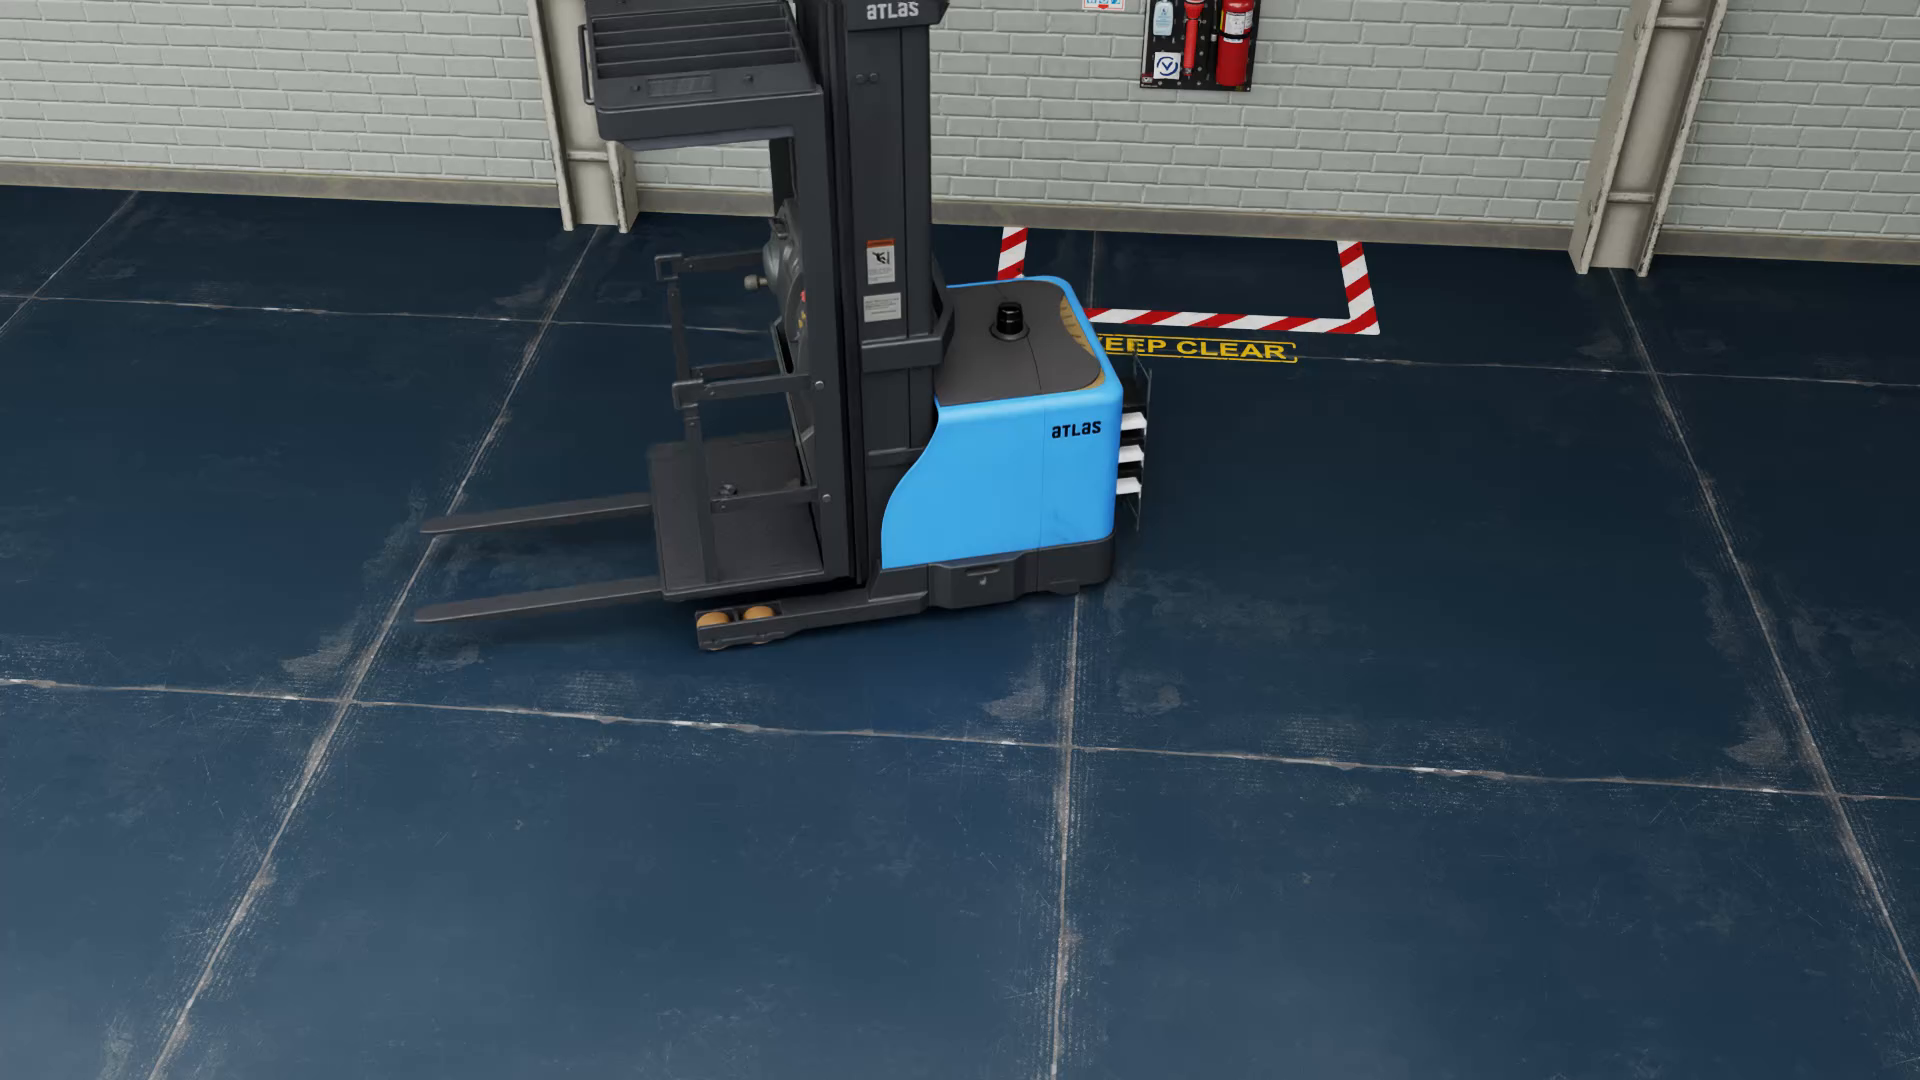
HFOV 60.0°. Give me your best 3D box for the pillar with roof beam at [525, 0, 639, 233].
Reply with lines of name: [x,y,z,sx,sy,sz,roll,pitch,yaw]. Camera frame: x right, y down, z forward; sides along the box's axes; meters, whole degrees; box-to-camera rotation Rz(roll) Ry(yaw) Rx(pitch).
pillar with roof beam: [-2.555,-2.742,3.990,0.400,9.000,9.100,3,39,4]

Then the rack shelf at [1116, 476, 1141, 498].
rack shelf: [0.708,-0.285,7.725,0.200,0.077,0.258,-8,40,-9]

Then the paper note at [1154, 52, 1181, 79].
paper note: [1.165,-2.666,9.346,0.142,0.148,0.016,3,39,4]

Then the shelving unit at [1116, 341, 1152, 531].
shelving unit: [0.708,-0.450,7.591,0.210,0.900,0.258,-8,40,-9]

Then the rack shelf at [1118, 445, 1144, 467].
rack shelf: [0.708,-0.425,7.612,0.200,0.077,0.258,-8,40,-9]

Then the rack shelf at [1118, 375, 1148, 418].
rack shelf: [0.708,-0.634,7.441,0.200,0.077,0.258,-8,40,-9]

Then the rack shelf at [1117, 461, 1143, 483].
rack shelf: [0.708,-0.355,7.668,0.200,0.077,0.258,-8,40,-9]

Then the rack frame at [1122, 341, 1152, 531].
rack frame: [0.808,-0.464,7.607,0.006,0.900,0.240,-8,40,-9]

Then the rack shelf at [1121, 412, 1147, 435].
rack shelf: [0.708,-0.564,7.498,0.200,0.077,0.258,-8,40,-9]

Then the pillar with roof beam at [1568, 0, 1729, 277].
pillar with roof beam: [3.422,-2.415,3.588,0.400,9.000,9.100,3,39,4]

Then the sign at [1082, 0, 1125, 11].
sign: [0.793,-3.063,9.109,0.234,0.329,0.001,3,39,4]

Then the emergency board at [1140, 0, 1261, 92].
emergency board: [1.335,-2.954,9.003,0.643,1.169,0.194,3,39,4]

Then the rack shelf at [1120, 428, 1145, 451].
rack shelf: [0.708,-0.494,7.555,0.200,0.077,0.258,-8,40,-9]

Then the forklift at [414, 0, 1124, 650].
forklift: [-0.881,-1.028,6.691,3.031,2.935,1.130,-8,40,-9]
